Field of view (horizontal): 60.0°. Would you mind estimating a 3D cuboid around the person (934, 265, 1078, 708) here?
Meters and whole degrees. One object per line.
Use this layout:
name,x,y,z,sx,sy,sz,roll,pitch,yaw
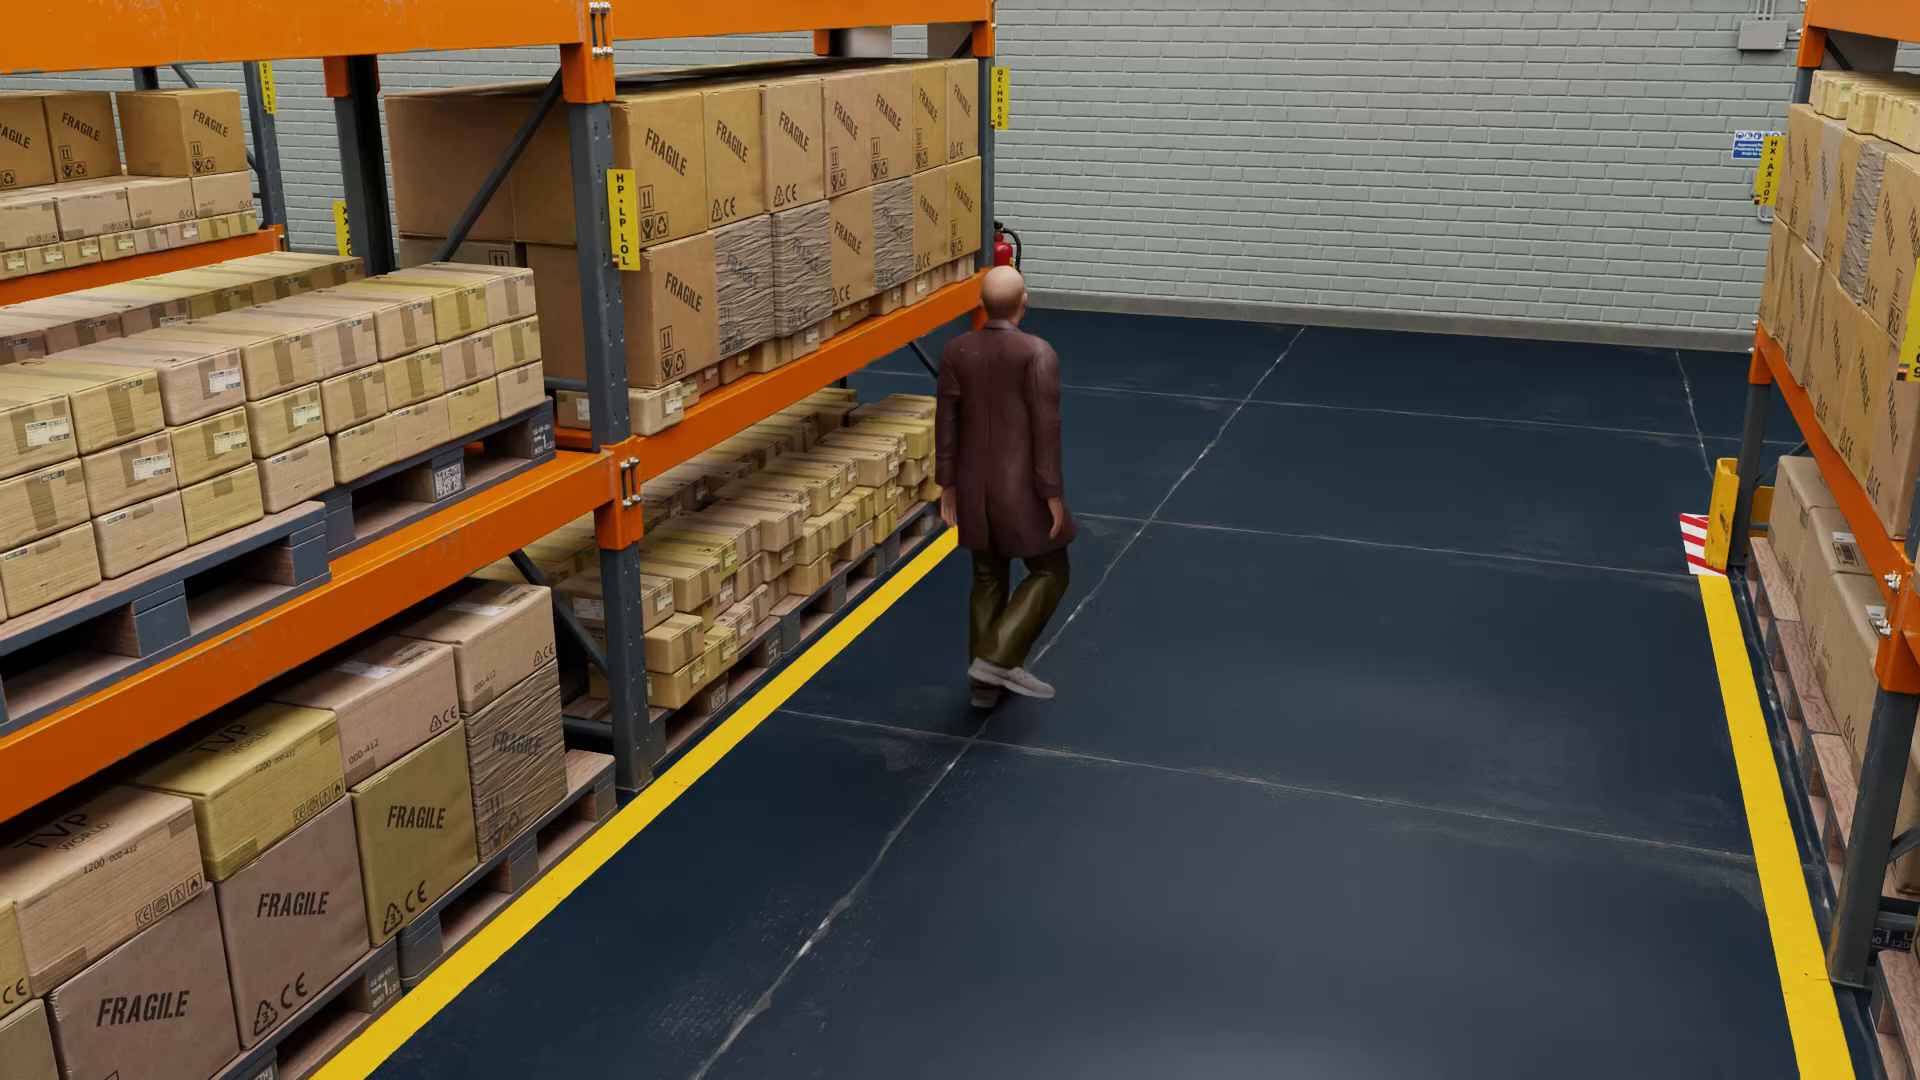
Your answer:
person,0.146,-0.181,6.601,0.625,1.771,0.580,11,22,31
